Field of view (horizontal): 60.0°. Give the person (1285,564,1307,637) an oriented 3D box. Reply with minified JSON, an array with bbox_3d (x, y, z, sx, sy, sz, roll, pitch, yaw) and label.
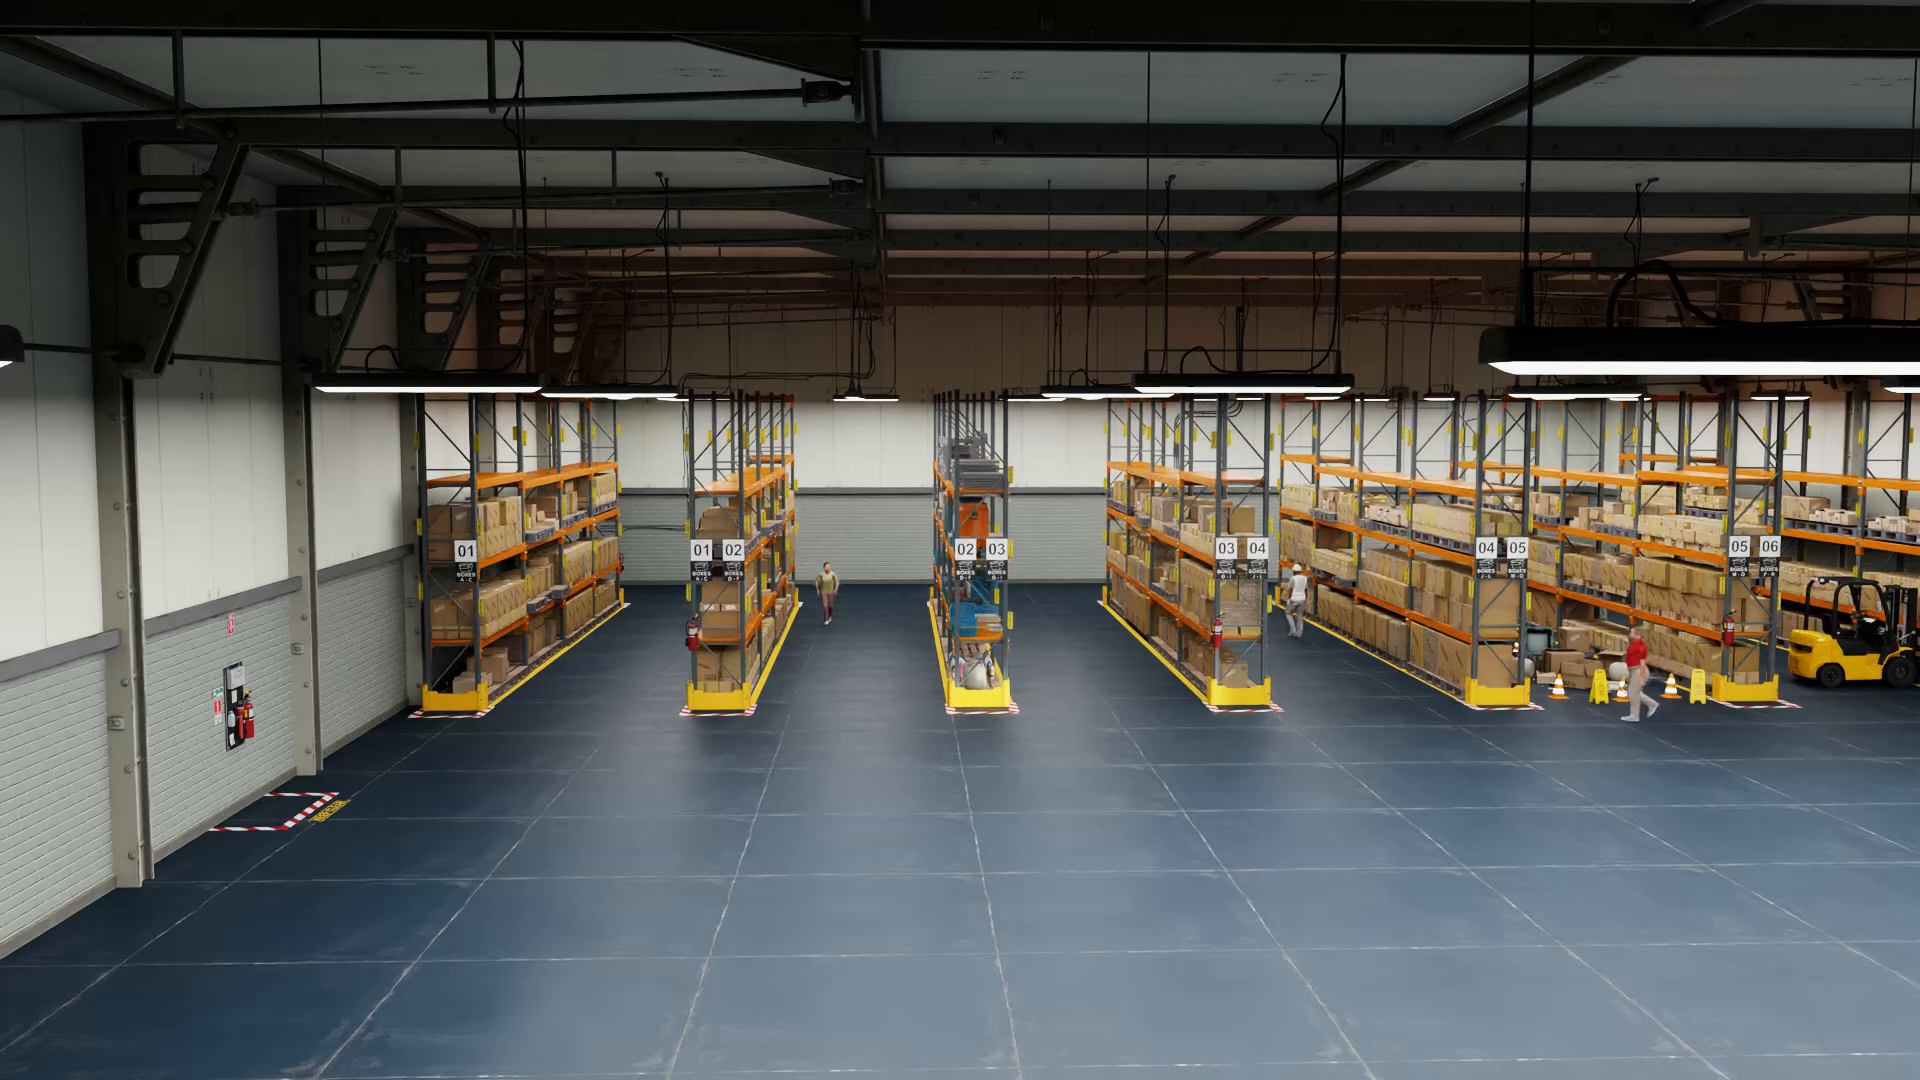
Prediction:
[{"bbox_3d":[8.295,1.501,40.960,0.600,1.803,0.400,-2,5,-26],"label":"person"}]

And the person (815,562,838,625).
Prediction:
[{"bbox_3d":[-3.475,1.377,43.431,0.604,1.620,0.588,-1,5,-8],"label":"person"}]

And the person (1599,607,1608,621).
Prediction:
[{"bbox_3d":[16.879,1.327,43.793,0.505,1.698,0.383,-3,5,-32],"label":"person"}]

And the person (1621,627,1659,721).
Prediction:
[{"bbox_3d":[12.291,2.409,30.000,0.707,1.701,0.549,0,5,6],"label":"person"}]
